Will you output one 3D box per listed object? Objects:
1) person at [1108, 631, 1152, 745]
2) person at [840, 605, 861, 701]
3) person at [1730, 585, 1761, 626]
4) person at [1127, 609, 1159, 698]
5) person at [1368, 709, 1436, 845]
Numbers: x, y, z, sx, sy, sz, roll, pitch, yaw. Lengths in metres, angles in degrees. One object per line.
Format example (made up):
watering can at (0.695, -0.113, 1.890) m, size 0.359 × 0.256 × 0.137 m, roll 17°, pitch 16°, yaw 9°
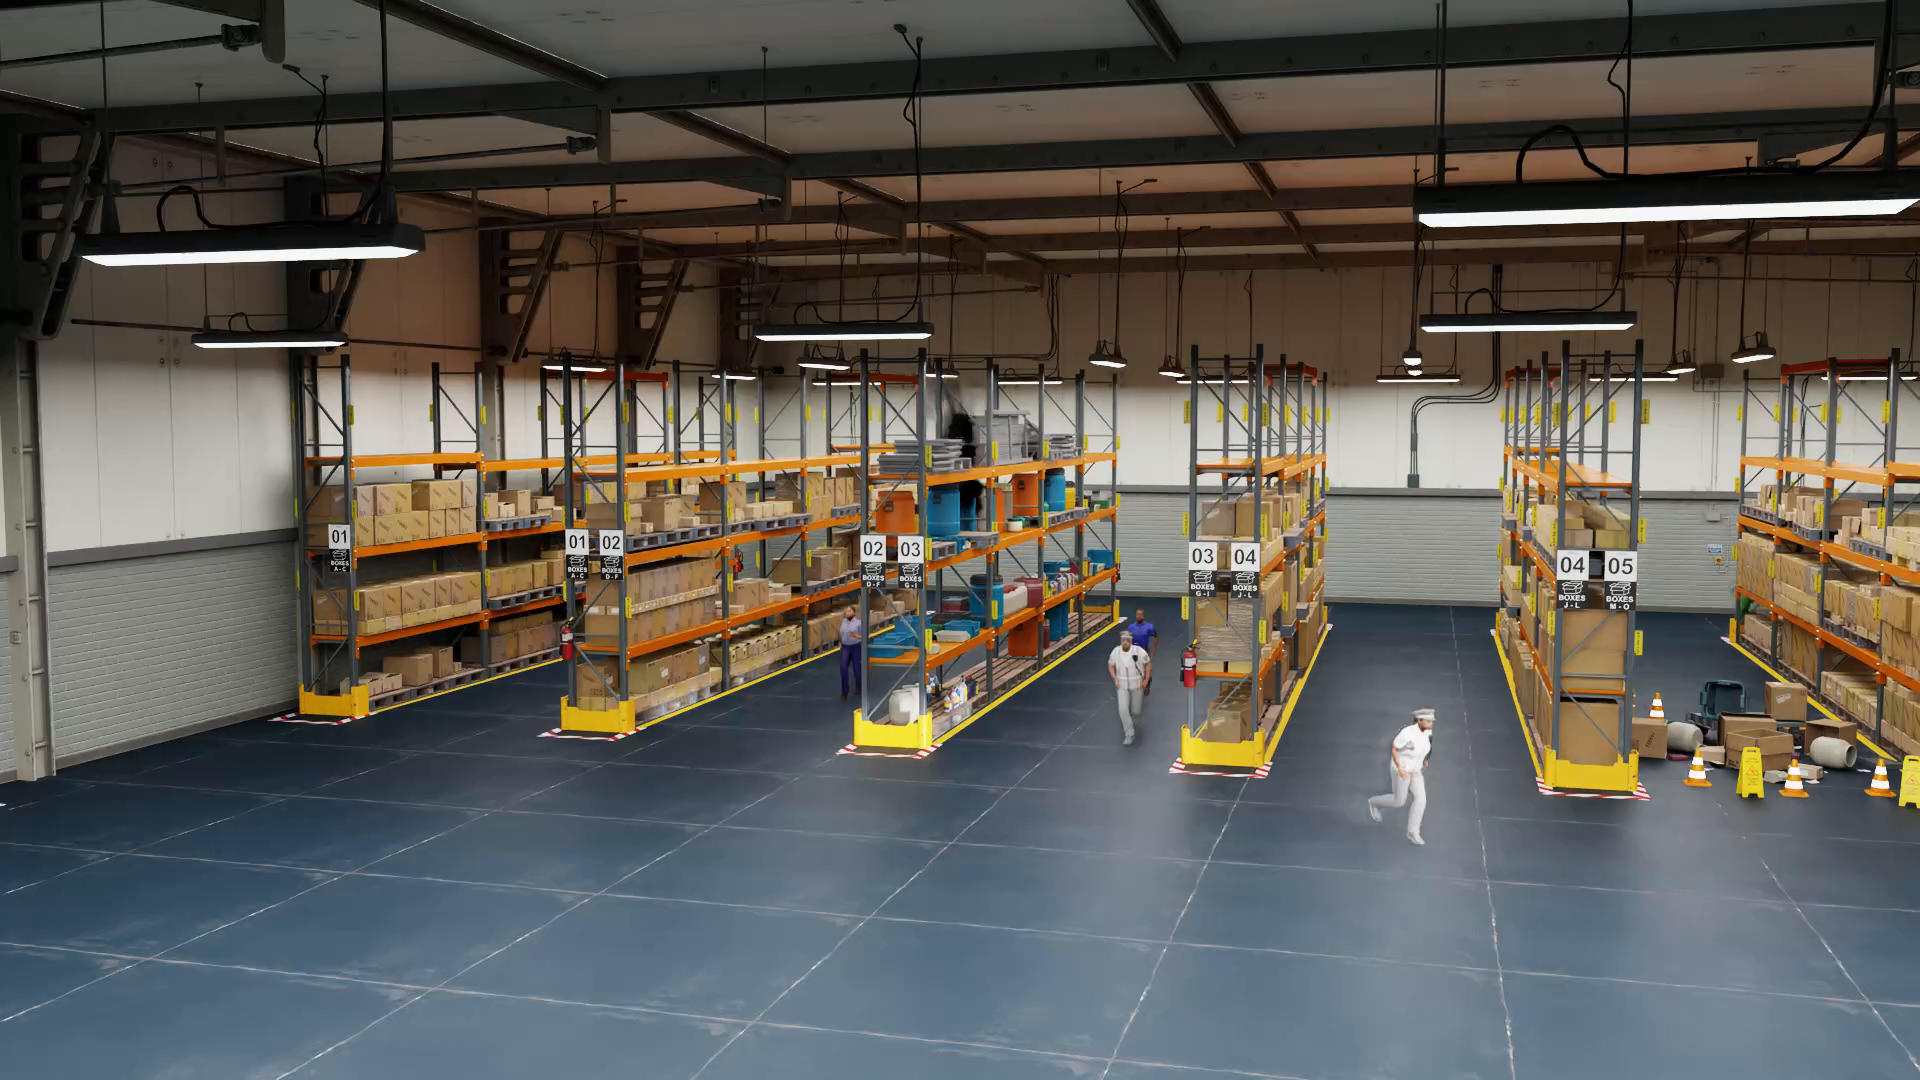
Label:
person at (2.618, 2.244, 25.647) m, size 0.678 × 1.763 × 0.830 m, roll 1°, pitch 4°, yaw 12°
person at (-1.874, 2.006, 29.371) m, size 0.575 × 1.707 × 0.756 m, roll 1°, pitch 4°, yaw 16°
person at (18.013, 1.283, 37.915) m, size 0.863 × 1.771 × 0.657 m, roll 0°, pitch 4°, yaw 4°
person at (3.155, 2.014, 29.078) m, size 0.562 × 1.618 × 0.562 m, roll 1°, pitch 4°, yaw 18°
person at (5.250, 2.750, 19.738) m, size 0.584 × 1.631 × 0.914 m, roll -3°, pitch 5°, yaw -38°
